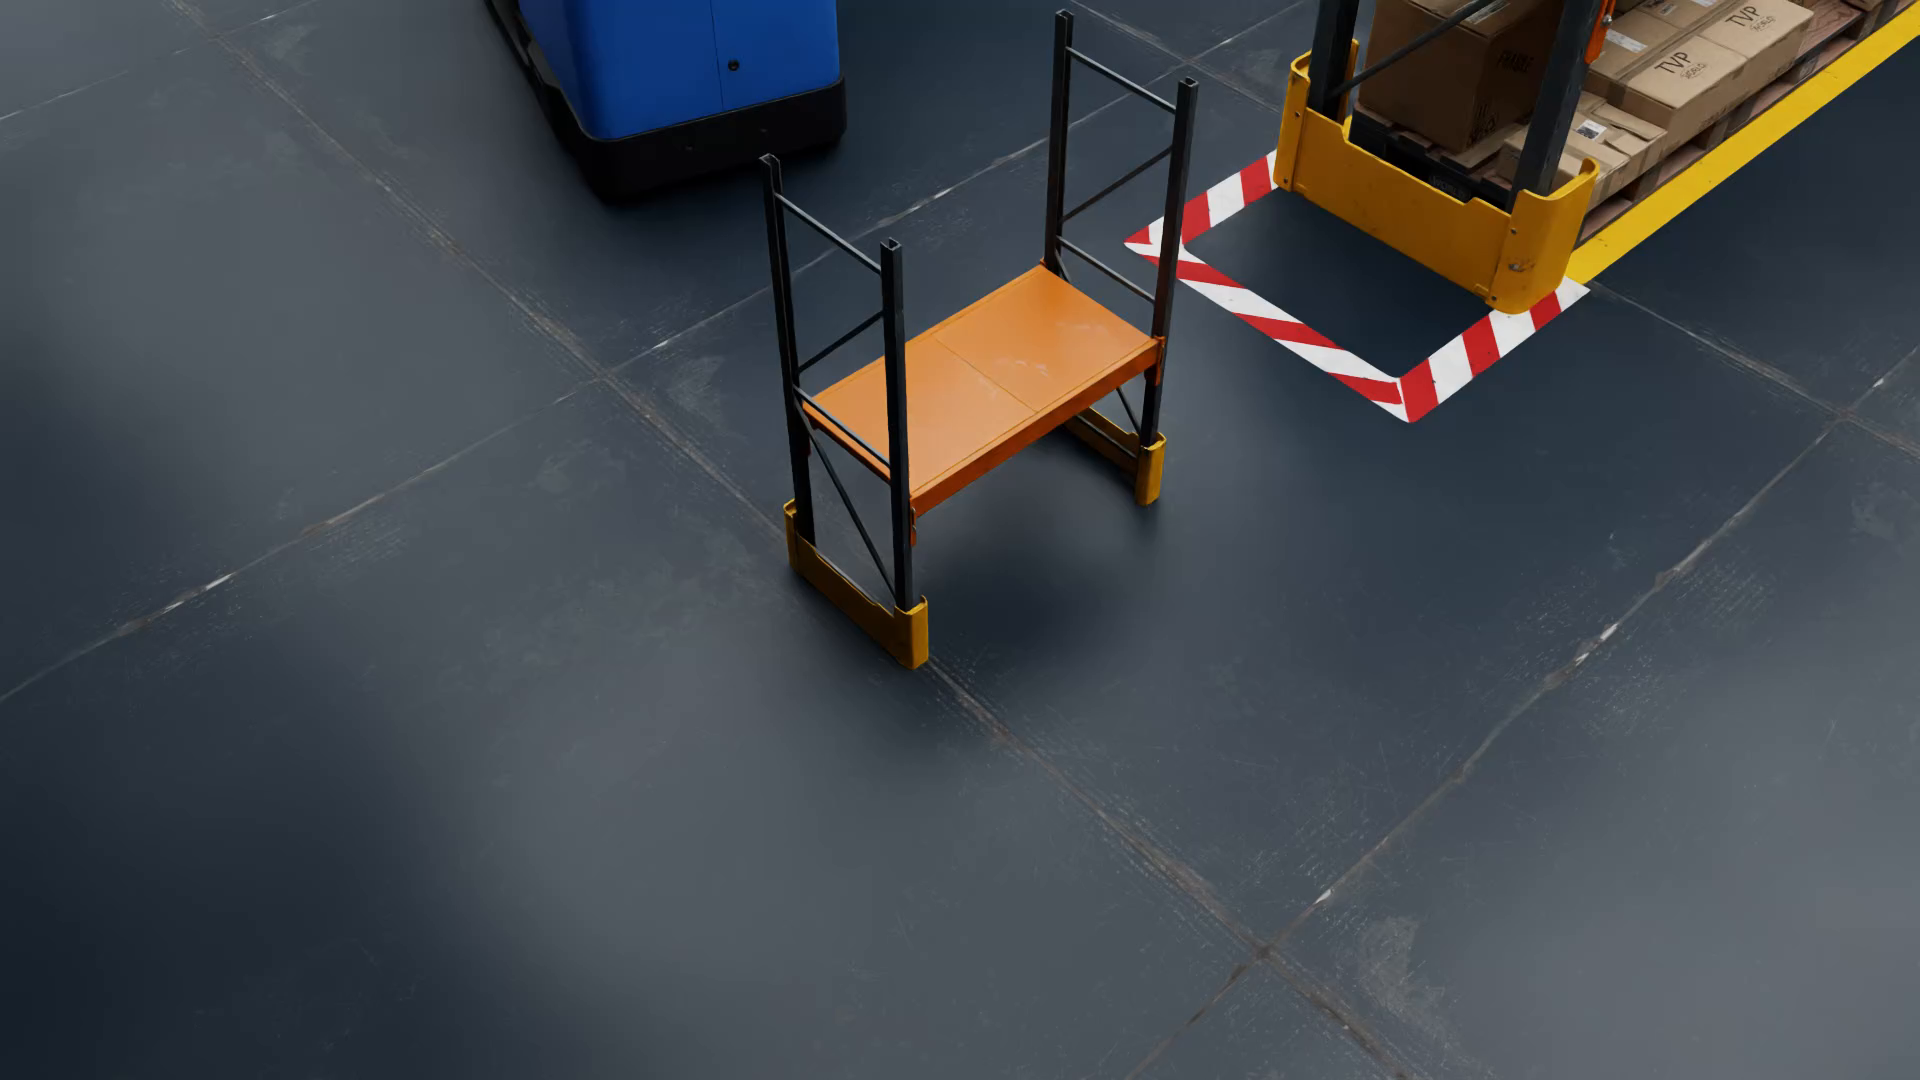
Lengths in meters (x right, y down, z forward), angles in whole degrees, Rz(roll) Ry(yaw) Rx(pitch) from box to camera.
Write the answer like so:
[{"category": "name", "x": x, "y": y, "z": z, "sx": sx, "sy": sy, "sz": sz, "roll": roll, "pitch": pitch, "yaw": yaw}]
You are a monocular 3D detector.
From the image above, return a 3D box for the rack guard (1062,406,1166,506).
[{"category": "rack guard", "x": 0.425, "y": -0.369, "z": 5.420, "sx": 0.087, "sy": 0.250, "sz": 0.587, "roll": -34, "pitch": 56, "yaw": -27}]

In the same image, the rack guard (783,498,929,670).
[{"category": "rack guard", "x": -0.312, "y": 0.124, "z": 4.966, "sx": 0.087, "sy": 0.250, "sz": 0.587, "roll": -34, "pitch": 56, "yaw": -27}]

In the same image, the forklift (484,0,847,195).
[{"category": "forklift", "x": -1.533, "y": -3.413, "z": 6.405, "sx": 1.130, "sy": 2.935, "sz": 3.031, "roll": -19, "pitch": 50, "yaw": -17}]

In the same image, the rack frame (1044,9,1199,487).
[{"category": "rack frame", "x": 0.439, "y": -0.802, "z": 4.970, "sx": 0.032, "sy": 1.500, "sz": 0.500, "roll": -34, "pitch": 56, "yaw": -27}]

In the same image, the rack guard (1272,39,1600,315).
[{"category": "rack guard", "x": 1.727, "y": -1.365, "z": 6.170, "sx": 0.348, "sy": 0.500, "sz": 1.175, "roll": -34, "pitch": 56, "yaw": -27}]

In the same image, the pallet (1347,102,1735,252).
[{"category": "pallet", "x": 2.316, "y": -1.662, "z": 6.640, "sx": 1.213, "sy": 0.211, "sz": 1.003, "roll": -34, "pitch": 56, "yaw": -27}]

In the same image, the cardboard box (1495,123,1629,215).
[{"category": "cardboard box", "x": 2.212, "y": -1.378, "z": 6.121, "sx": 0.250, "sy": 0.149, "sz": 0.380, "roll": -34, "pitch": 56, "yaw": -27}]

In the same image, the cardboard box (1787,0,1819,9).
[{"category": "cardboard box", "x": 3.244, "y": -2.524, "z": 6.937, "sx": 0.637, "sy": 0.503, "sz": 0.797, "roll": -34, "pitch": 56, "yaw": -27}]

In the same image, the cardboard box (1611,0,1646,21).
[{"category": "cardboard box", "x": 2.631, "y": -2.248, "z": 6.855, "sx": 0.500, "sy": 0.250, "sz": 0.500, "roll": -34, "pitch": 56, "yaw": -27}]

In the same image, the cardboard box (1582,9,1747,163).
[{"category": "cardboard box", "x": 2.634, "y": -1.754, "z": 6.399, "sx": 0.500, "sy": 0.250, "sz": 0.500, "roll": -34, "pitch": 56, "yaw": -27}]

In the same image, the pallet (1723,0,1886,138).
[{"category": "pallet", "x": 3.219, "y": -2.262, "z": 7.194, "sx": 1.213, "sy": 0.211, "sz": 1.003, "roll": -34, "pitch": 56, "yaw": -27}]

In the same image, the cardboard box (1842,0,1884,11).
[{"category": "cardboard box", "x": 3.845, "y": -2.584, "z": 7.123, "sx": 0.500, "sy": 0.311, "sz": 0.500, "roll": -34, "pitch": 56, "yaw": -27}]

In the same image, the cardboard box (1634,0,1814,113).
[{"category": "cardboard box", "x": 3.004, "y": -2.001, "z": 6.627, "sx": 0.500, "sy": 0.250, "sz": 0.500, "roll": -34, "pitch": 56, "yaw": -27}]

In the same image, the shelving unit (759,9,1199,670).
[{"category": "shelving unit", "x": 0.056, "y": -0.546, "z": 4.734, "sx": 1.083, "sy": 1.500, "sz": 0.587, "roll": -34, "pitch": 56, "yaw": -27}]

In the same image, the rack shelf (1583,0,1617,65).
[{"category": "rack shelf", "x": 3.151, "y": -2.920, "z": 6.393, "sx": 4.000, "sy": 0.370, "sz": 1.077, "roll": -34, "pitch": 56, "yaw": -27}]

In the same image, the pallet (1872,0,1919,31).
[{"category": "pallet", "x": 4.122, "y": -2.868, "z": 7.753, "sx": 1.213, "sy": 0.211, "sz": 1.003, "roll": -34, "pitch": 56, "yaw": -27}]

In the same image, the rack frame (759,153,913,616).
[{"category": "rack frame", "x": -0.313, "y": -0.299, "z": 4.506, "sx": 0.032, "sy": 1.500, "sz": 0.500, "roll": -34, "pitch": 56, "yaw": -27}]

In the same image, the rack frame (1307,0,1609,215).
[{"category": "rack frame", "x": 1.671, "y": -2.175, "z": 5.216, "sx": 0.127, "sy": 3.000, "sz": 1.000, "roll": -34, "pitch": 56, "yaw": -27}]

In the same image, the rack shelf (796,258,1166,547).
[{"category": "rack shelf", "x": 0.063, "y": -0.429, "z": 4.870, "sx": 1.000, "sy": 0.185, "sz": 0.538, "roll": -34, "pitch": 56, "yaw": -27}]

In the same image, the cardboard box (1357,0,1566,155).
[{"category": "cardboard box", "x": 1.907, "y": -1.880, "z": 6.345, "sx": 0.500, "sy": 0.500, "sz": 0.500, "roll": -34, "pitch": 56, "yaw": -27}]

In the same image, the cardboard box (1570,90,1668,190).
[{"category": "cardboard box", "x": 2.397, "y": -1.507, "z": 6.228, "sx": 0.250, "sy": 0.166, "sz": 0.380, "roll": -34, "pitch": 56, "yaw": -27}]
